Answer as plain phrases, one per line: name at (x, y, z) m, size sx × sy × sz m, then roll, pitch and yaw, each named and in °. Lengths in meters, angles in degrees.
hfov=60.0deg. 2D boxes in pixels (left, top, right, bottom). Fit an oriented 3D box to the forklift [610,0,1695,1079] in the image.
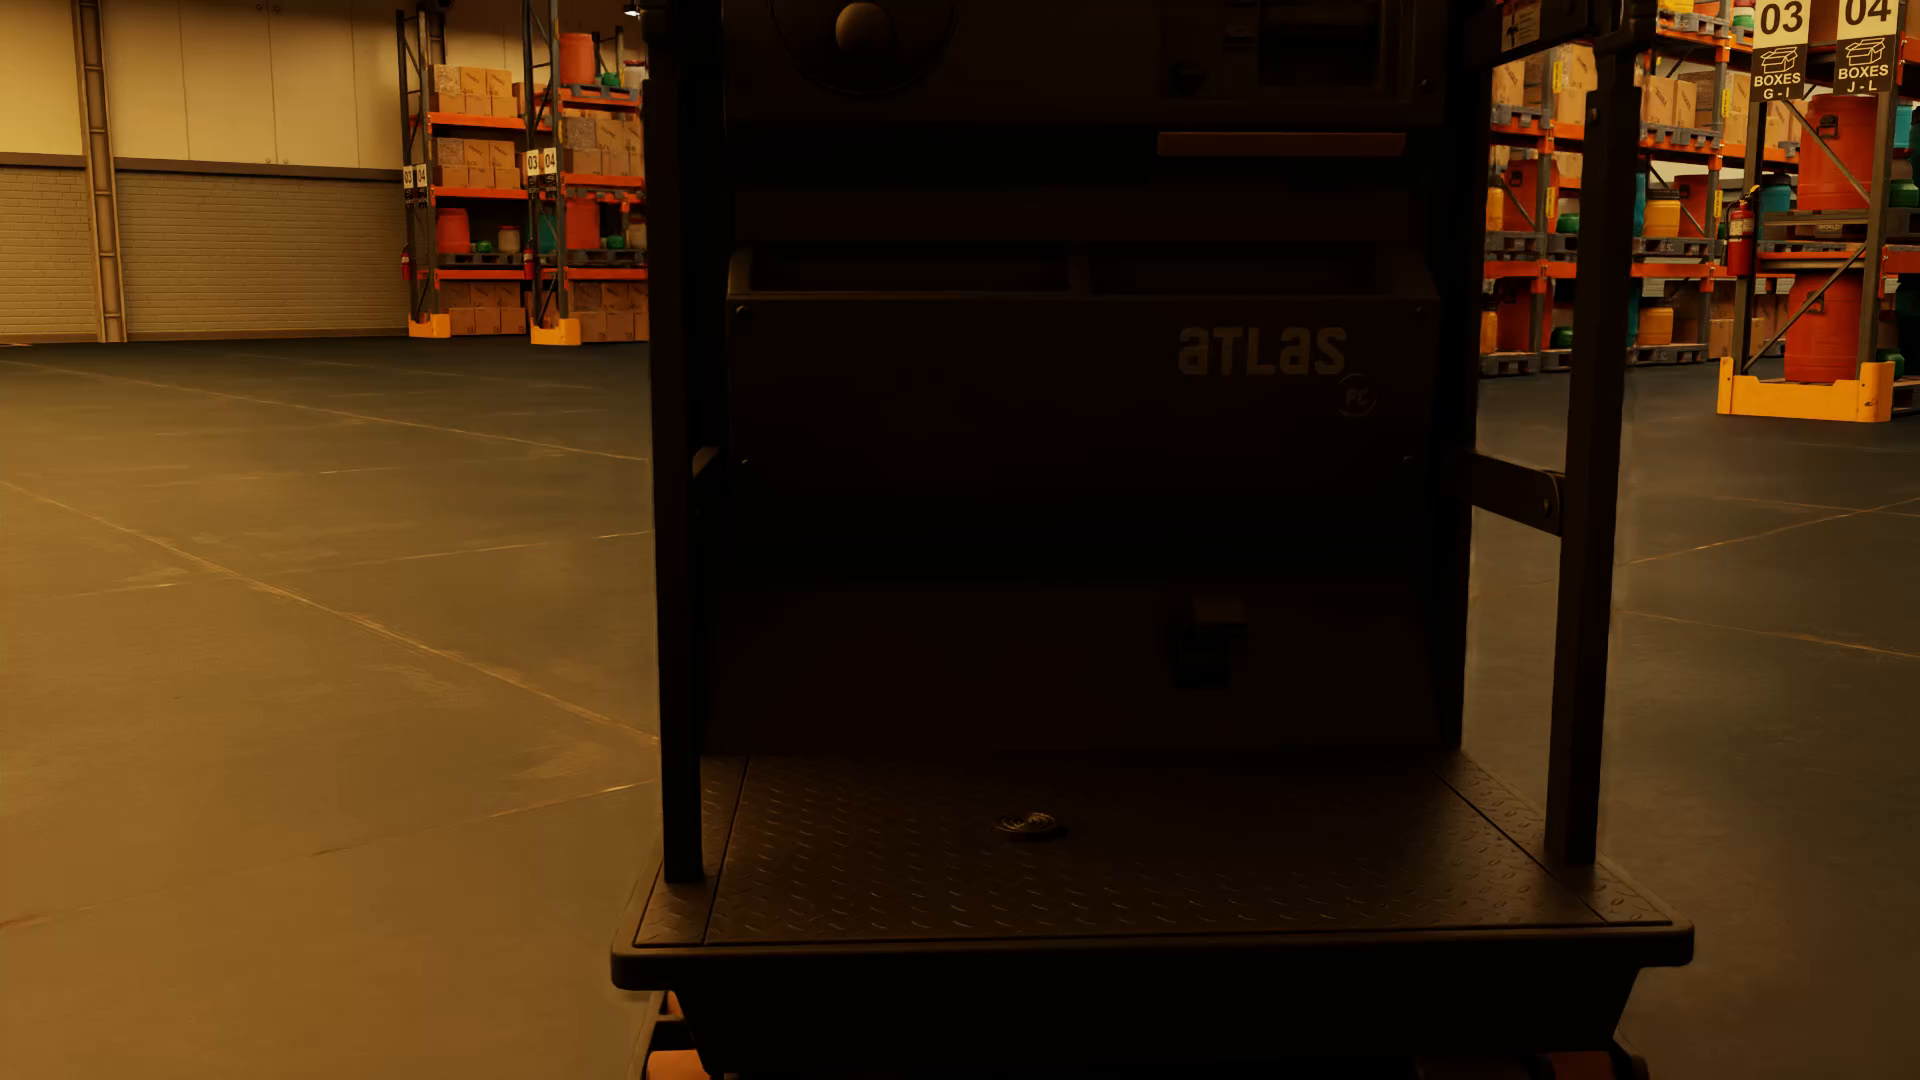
forklift at (0.176, -0.771, 1.936) m, size 1.130 × 2.935 × 3.031 m, roll 0°, pitch 9°, yaw -3°
